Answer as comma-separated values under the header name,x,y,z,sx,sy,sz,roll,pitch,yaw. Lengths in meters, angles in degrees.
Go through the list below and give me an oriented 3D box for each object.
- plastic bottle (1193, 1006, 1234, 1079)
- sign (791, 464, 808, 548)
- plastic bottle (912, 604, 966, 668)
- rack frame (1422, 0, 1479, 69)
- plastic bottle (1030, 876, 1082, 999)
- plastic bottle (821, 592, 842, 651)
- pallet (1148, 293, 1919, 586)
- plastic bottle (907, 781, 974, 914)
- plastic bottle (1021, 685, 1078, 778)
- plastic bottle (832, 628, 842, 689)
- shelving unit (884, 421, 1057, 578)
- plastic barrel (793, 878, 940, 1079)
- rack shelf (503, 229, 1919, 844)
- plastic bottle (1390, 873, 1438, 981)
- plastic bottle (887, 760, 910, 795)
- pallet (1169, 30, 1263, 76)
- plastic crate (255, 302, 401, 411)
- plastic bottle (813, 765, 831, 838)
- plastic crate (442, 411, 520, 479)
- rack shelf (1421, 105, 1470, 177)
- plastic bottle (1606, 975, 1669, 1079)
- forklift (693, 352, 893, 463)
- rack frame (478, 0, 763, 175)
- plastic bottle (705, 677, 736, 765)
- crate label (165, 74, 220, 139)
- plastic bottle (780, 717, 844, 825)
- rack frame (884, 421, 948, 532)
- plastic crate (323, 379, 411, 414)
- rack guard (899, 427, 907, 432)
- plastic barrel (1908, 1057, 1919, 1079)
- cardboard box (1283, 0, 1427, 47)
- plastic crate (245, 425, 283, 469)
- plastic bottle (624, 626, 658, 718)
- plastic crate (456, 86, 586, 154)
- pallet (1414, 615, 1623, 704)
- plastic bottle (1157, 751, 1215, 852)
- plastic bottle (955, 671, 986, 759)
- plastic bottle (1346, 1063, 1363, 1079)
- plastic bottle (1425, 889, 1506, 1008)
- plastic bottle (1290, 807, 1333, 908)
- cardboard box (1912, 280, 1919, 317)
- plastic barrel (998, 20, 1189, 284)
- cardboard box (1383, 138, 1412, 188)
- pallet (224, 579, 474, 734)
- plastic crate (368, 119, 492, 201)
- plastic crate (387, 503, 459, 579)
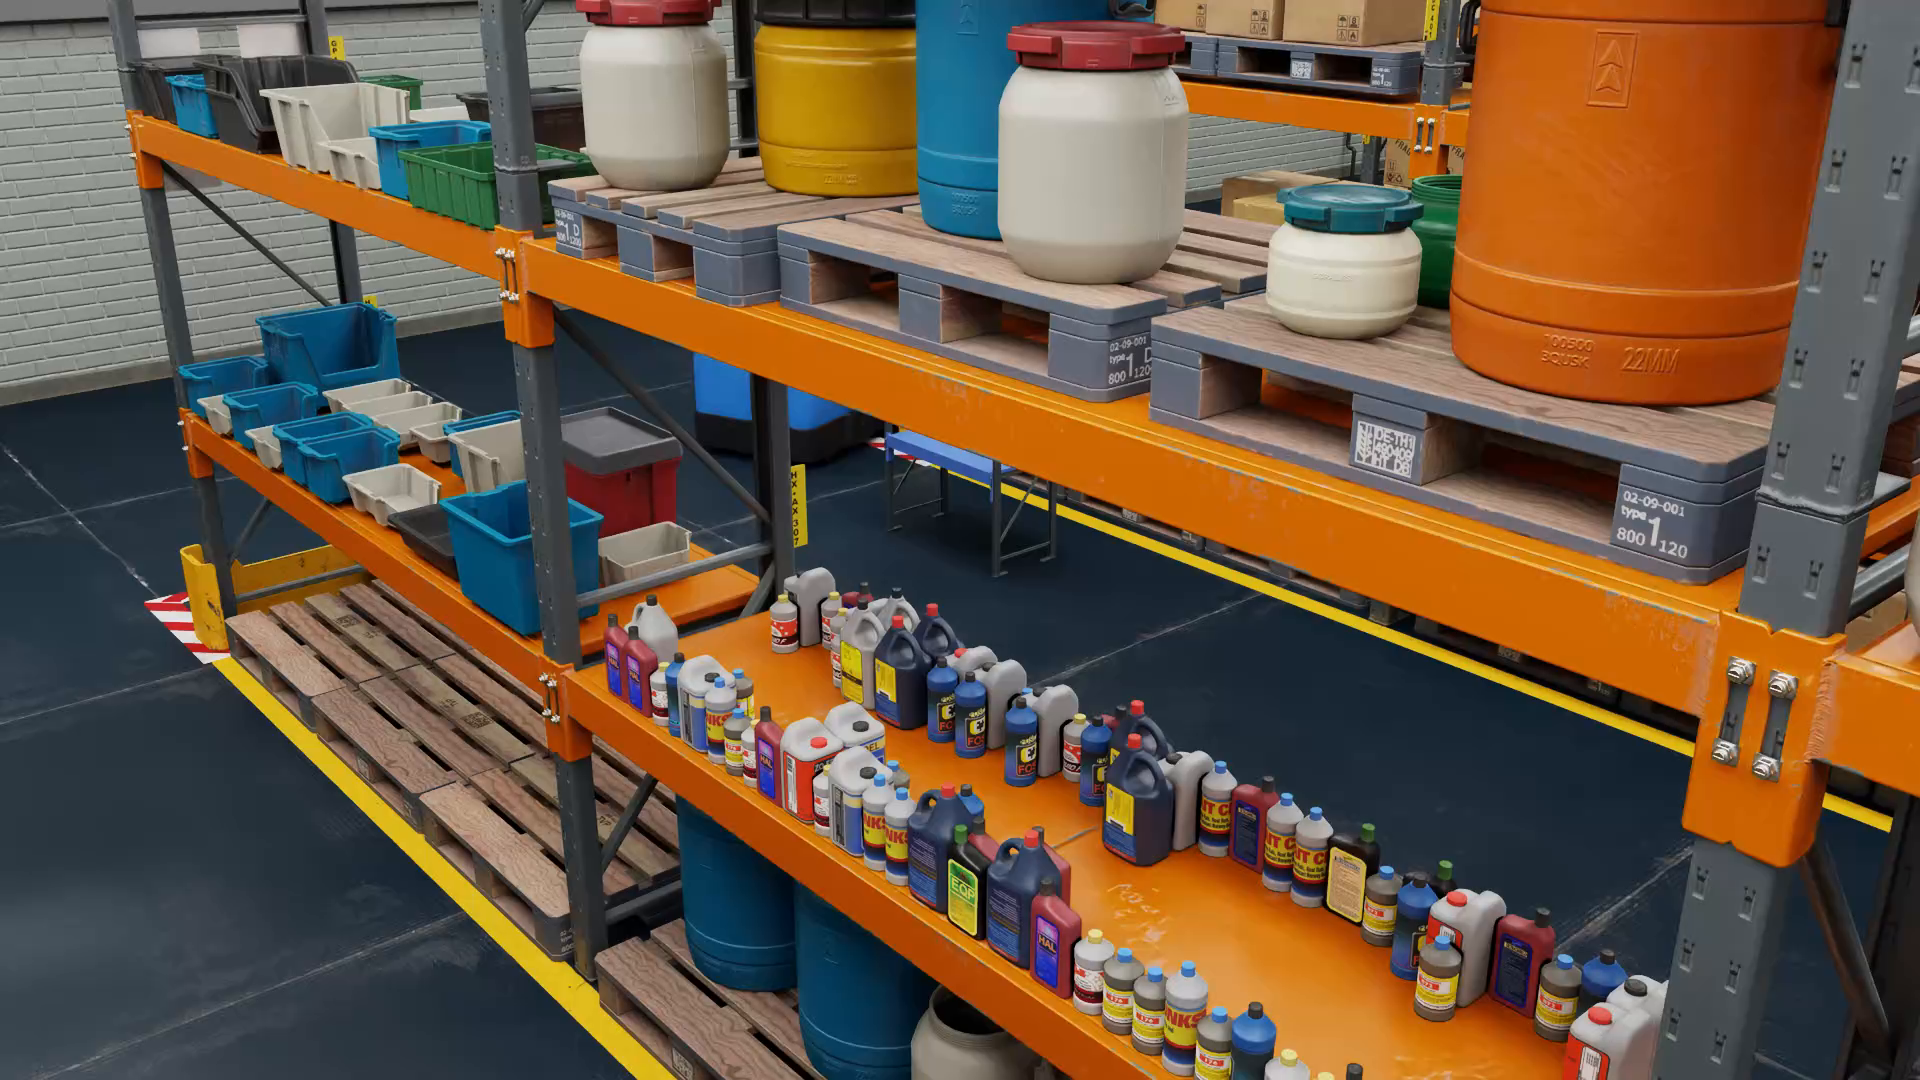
name,x,y,z,sx,sy,sz,roll,pitch,yaw
plastic bottle,0.577,1.140,3.732,0.097,0.201,0.097,0,21,0
sign,-0.626,-0.126,6.312,0.100,0.325,0.005,-17,27,-37
plastic bottle,-0.075,0.384,5.459,0.144,0.351,0.185,-17,27,-37
rack frame,2.709,-3.839,7.946,1.000,3.000,0.127,-17,27,-37
plastic bottle,0.234,0.967,4.062,0.061,0.283,0.133,-17,27,-37
plastic bottle,-0.445,0.284,5.919,0.097,0.201,0.097,0,21,0
pallet,1.142,-0.305,3.294,1.003,0.211,1.213,-17,27,-37
plastic bottle,-0.046,0.794,4.411,0.144,0.351,0.185,-17,27,-37
plastic bottle,0.265,0.565,5.099,0.152,0.276,0.135,-17,27,-37
plastic bottle,-0.385,0.394,5.638,0.097,0.201,0.097,0,21,0
shelving unit,0.056,-0.675,10.150,0.538,1.500,1.048,-17,27,-37
plastic barrel,-0.239,1.265,5.442,0.600,0.901,0.708,-17,27,-37
rack shelf,0.262,-0.375,4.203,1.077,0.370,4.000,-17,27,-37
plastic bottle,1.127,0.950,4.121,0.097,0.271,0.097,0,21,0
plastic bottle,-0.192,0.730,4.780,0.097,0.201,0.097,0,21,0
pallet,1.390,-2.966,9.953,1.003,0.211,1.213,-17,27,-37
plastic crate,-3.295,-0.968,8.711,0.616,0.435,0.499,-17,27,-37
plastic bottle,-0.371,0.739,4.756,0.097,0.201,0.097,0,21,0
plastic crate,-2.120,-0.415,7.578,0.416,0.233,0.300,-17,27,-37
rack shelf,4.014,-1.555,7.213,1.077,0.370,4.000,-17,27,-37
plastic bottle,1.530,1.100,3.732,0.152,0.276,0.135,-17,27,-37
forklift,-0.780,-2.401,12.594,1.130,2.935,3.031,11,24,26
rack frame,-1.044,-2.660,4.936,1.000,3.000,0.127,-17,27,-37
plastic bottle,-0.736,0.552,5.138,0.097,0.271,0.097,0,21,0
crate label,-3.297,-1.967,7.484,0.408,0.251,0.502,-17,27,-37
plastic bottle,-0.426,0.666,4.841,0.152,0.276,0.135,-17,27,-37
rack frame,-0.276,-0.815,10.509,0.500,1.500,0.032,-17,27,-37
plastic crate,-2.985,-0.694,8.423,0.396,0.136,0.243,-17,27,-37
rack guard,0.082,-0.993,12.334,1.175,0.500,0.348,-17,27,-37
plastic barrel,2.100,1.232,3.040,0.600,0.536,0.708,-17,27,-37
cardboard box,2.152,-2.933,8.895,0.700,0.500,0.500,-19,29,-40
plastic crate,-3.153,-0.434,7.759,0.250,0.136,0.298,-17,27,-37
plastic bottle,-1.040,0.428,5.439,0.061,0.283,0.133,-17,27,-37
plastic crate,-1.647,-1.611,6.549,0.497,0.269,0.590,-17,27,-37
pallet,3.269,0.448,9.050,1.003,0.211,1.213,-17,27,-37
plastic bottle,0.625,0.717,4.711,0.152,0.276,0.135,-17,27,-37
plastic bottle,0.032,0.538,5.174,0.097,0.271,0.097,0,21,0
plastic bottle,0.830,1.219,3.418,0.061,0.283,0.133,-17,27,-37
plastic bottle,1.228,0.972,4.059,0.152,0.276,0.135,-17,27,-37
plastic bottle,0.935,0.835,4.415,0.097,0.271,0.097,0,21,0
cardboard box,3.989,-1.024,7.473,0.797,0.503,0.637,-16,27,-36
plastic barrel,0.296,-0.871,3.719,0.433,0.535,0.433,0,21,0
cardboard box,4.005,-3.299,14.248,0.500,0.500,0.500,-16,26,-35
pallet,-3.146,0.564,8.754,1.003,0.211,1.213,-17,27,-37
plastic crate,-1.880,-1.361,5.961,0.416,0.233,0.300,-17,27,-37
plastic crate,-1.978,-0.011,6.695,0.437,0.125,0.590,-17,27,-37
